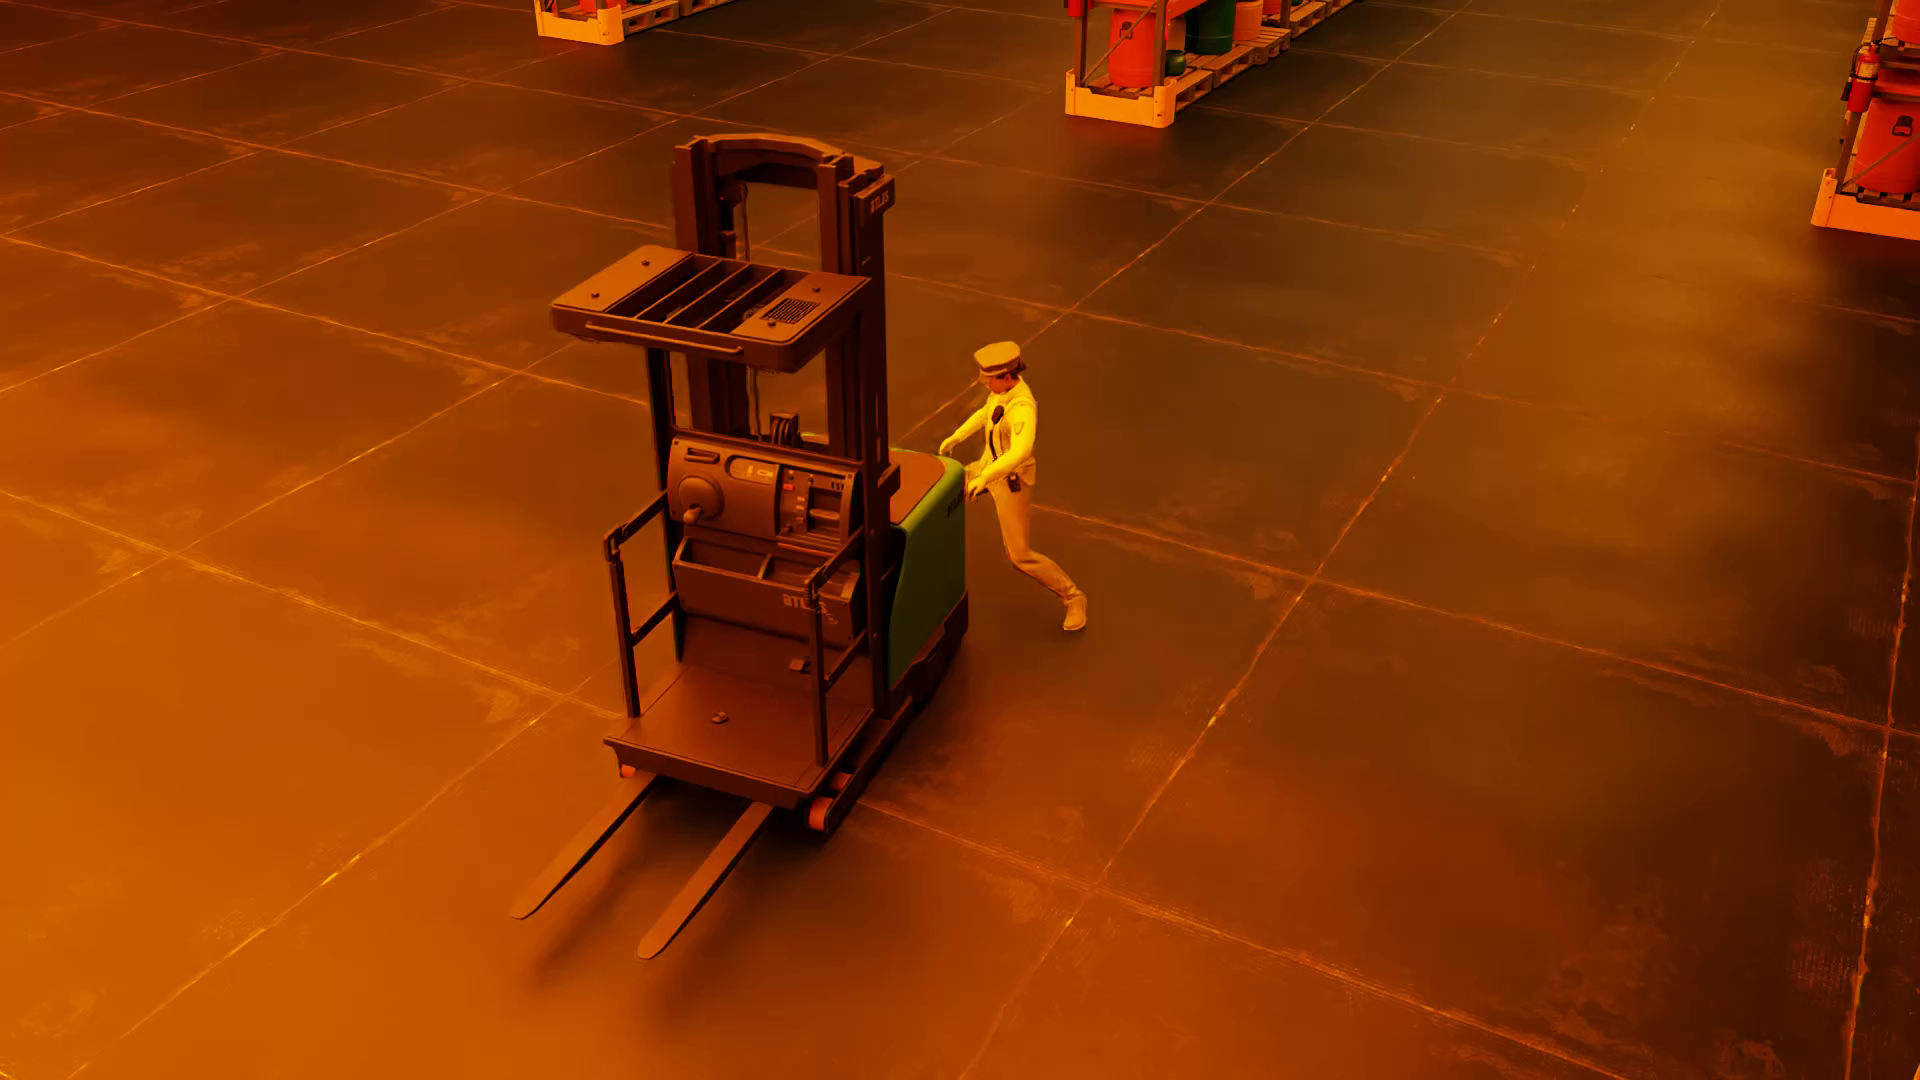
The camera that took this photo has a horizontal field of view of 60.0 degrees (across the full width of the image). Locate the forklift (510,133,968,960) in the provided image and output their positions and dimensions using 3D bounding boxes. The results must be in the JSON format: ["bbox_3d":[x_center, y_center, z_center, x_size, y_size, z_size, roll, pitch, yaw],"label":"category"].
[{"bbox_3d":[-0.982,-0.162,7.351,1.130,2.935,3.031,11,32,19],"label":"forklift"}]

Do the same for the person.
[{"bbox_3d":[0.158,-0.344,9.145,0.937,1.499,1.093,-8,31,-13],"label":"person"}]
